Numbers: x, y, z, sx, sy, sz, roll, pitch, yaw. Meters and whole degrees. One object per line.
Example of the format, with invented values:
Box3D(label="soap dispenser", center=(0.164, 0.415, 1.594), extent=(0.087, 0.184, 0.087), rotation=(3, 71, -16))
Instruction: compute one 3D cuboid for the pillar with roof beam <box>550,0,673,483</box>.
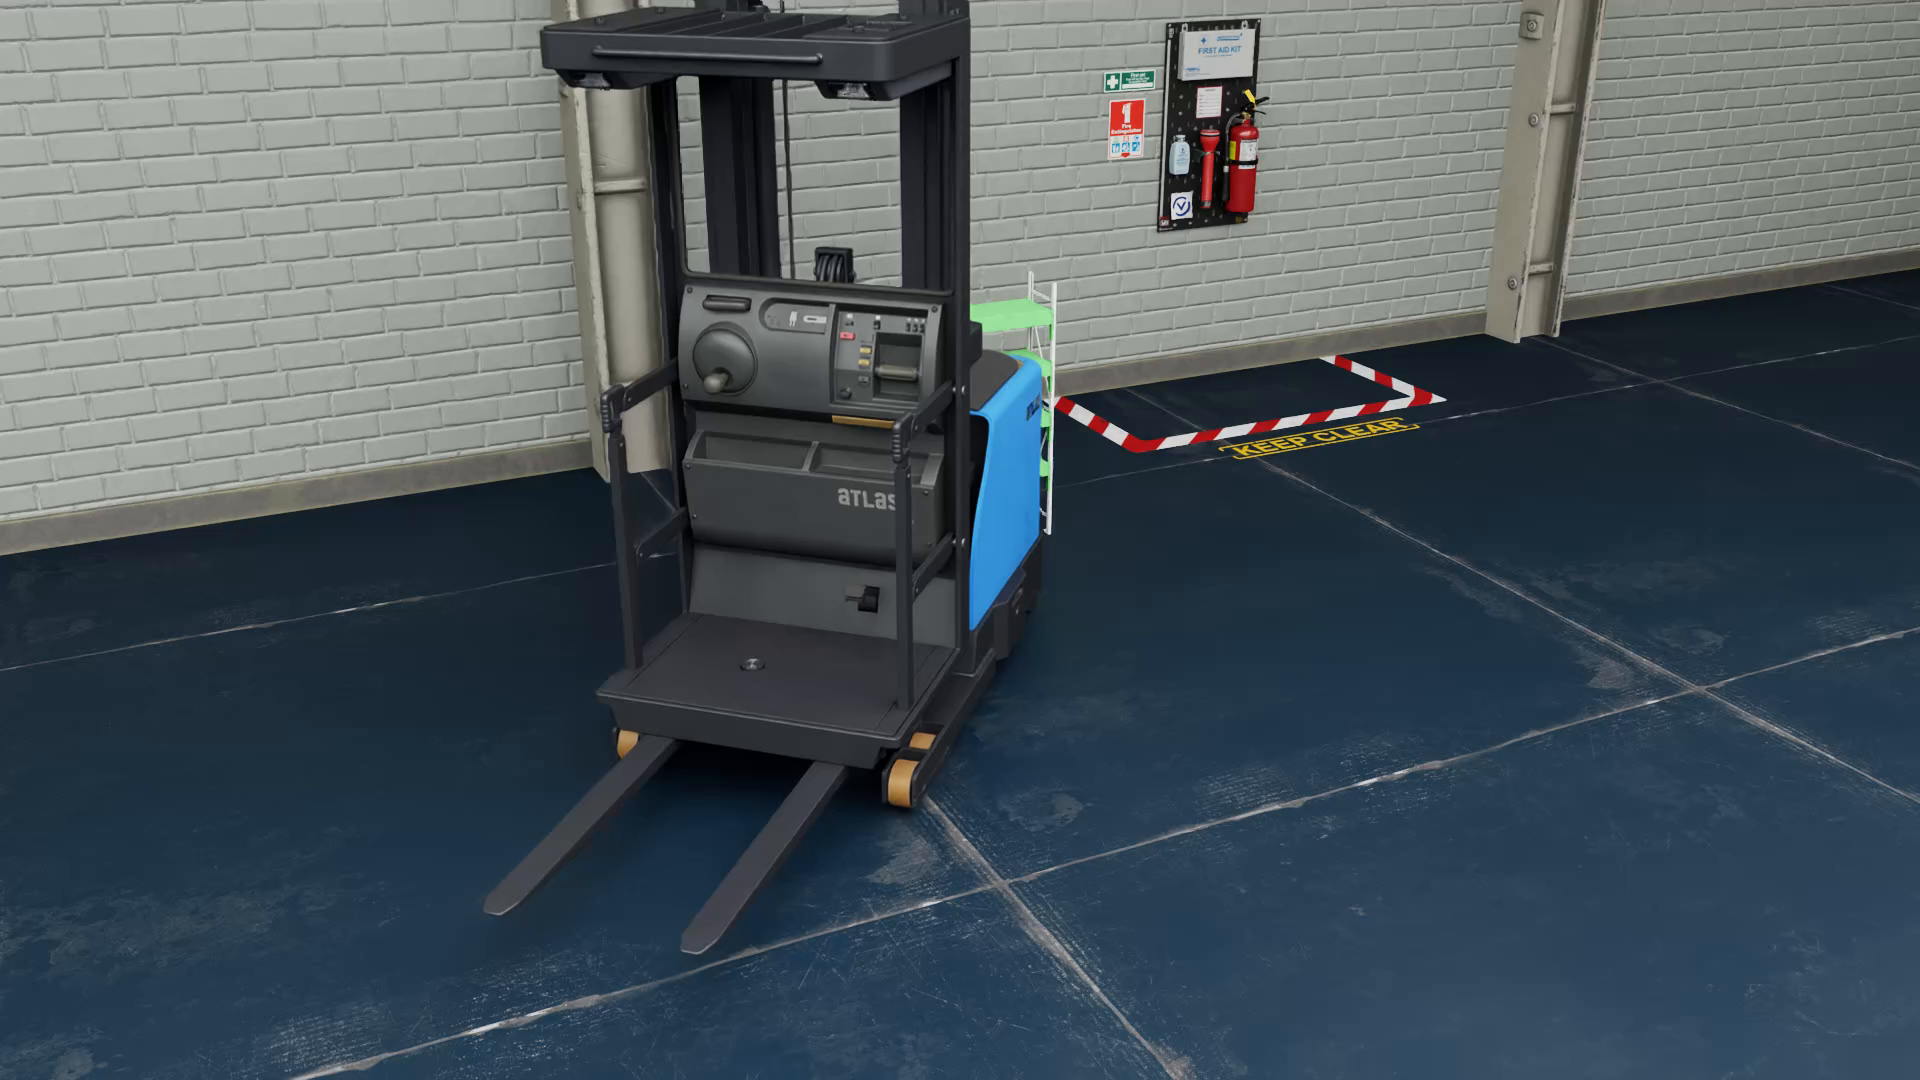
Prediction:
Box3D(label="pillar with roof beam", center=(0.187, -3.049, 3.350), extent=(0.400, 9.000, 9.100), rotation=(-10, 25, -24))

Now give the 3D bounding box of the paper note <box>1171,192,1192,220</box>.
Box3D(label="paper note", center=(1.293, -1.947, 9.683), extent=(0.142, 0.148, 0.016), rotation=(-10, 25, -24))

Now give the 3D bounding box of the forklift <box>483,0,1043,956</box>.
Box3D(label="forklift", center=(-0.574, -0.624, 5.424), extent=(1.130, 2.935, 3.031), rotation=(7, 23, 16))

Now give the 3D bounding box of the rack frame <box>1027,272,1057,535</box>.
Box3D(label="rack frame", center=(0.369, -0.622, 7.685), extent=(0.015, 1.200, 0.240), rotation=(-10, 25, -24))

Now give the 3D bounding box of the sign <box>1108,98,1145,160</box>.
Box3D(label="sign", center=(0.940, -2.320, 9.385), extent=(0.234, 0.329, 0.001), rotation=(-10, 25, -24))

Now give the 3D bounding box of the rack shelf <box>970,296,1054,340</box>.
Box3D(label="rack shelf", center=(0.149, -0.966, 7.428), extent=(0.480, 0.148, 0.258), rotation=(-10, 25, -24))

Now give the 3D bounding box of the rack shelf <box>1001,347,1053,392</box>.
Box3D(label="rack shelf", center=(0.149, -0.745, 7.519), extent=(0.480, 0.148, 0.258), rotation=(-10, 25, -24))

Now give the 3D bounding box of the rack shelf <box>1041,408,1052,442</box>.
Box3D(label="rack shelf", center=(0.149, -0.523, 7.611), extent=(0.480, 0.148, 0.258), rotation=(-10, 25, -24))

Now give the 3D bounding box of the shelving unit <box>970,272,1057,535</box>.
Box3D(label="shelving unit", center=(0.149, -0.582, 7.587), extent=(0.503, 1.200, 0.258), rotation=(-10, 25, -24))

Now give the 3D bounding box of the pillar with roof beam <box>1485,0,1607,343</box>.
Box3D(label="pillar with roof beam", center=(5.593, -4.044, 5.755), extent=(0.400, 9.000, 9.100), rotation=(-10, 25, -24))

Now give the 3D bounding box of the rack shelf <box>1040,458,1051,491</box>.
Box3D(label="rack shelf", center=(0.149, -0.301, 7.703), extent=(0.480, 0.148, 0.258), rotation=(-10, 25, -24))

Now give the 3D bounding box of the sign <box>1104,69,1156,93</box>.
Box3D(label="sign", center=(0.948, -2.562, 9.278), extent=(0.331, 0.109, 0.001), rotation=(-10, 25, -24))

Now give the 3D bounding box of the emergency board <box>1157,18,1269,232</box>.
Box3D(label="emergency board", center=(1.483, -2.359, 9.528), extent=(0.643, 1.169, 0.194), rotation=(-10, 25, -24))
